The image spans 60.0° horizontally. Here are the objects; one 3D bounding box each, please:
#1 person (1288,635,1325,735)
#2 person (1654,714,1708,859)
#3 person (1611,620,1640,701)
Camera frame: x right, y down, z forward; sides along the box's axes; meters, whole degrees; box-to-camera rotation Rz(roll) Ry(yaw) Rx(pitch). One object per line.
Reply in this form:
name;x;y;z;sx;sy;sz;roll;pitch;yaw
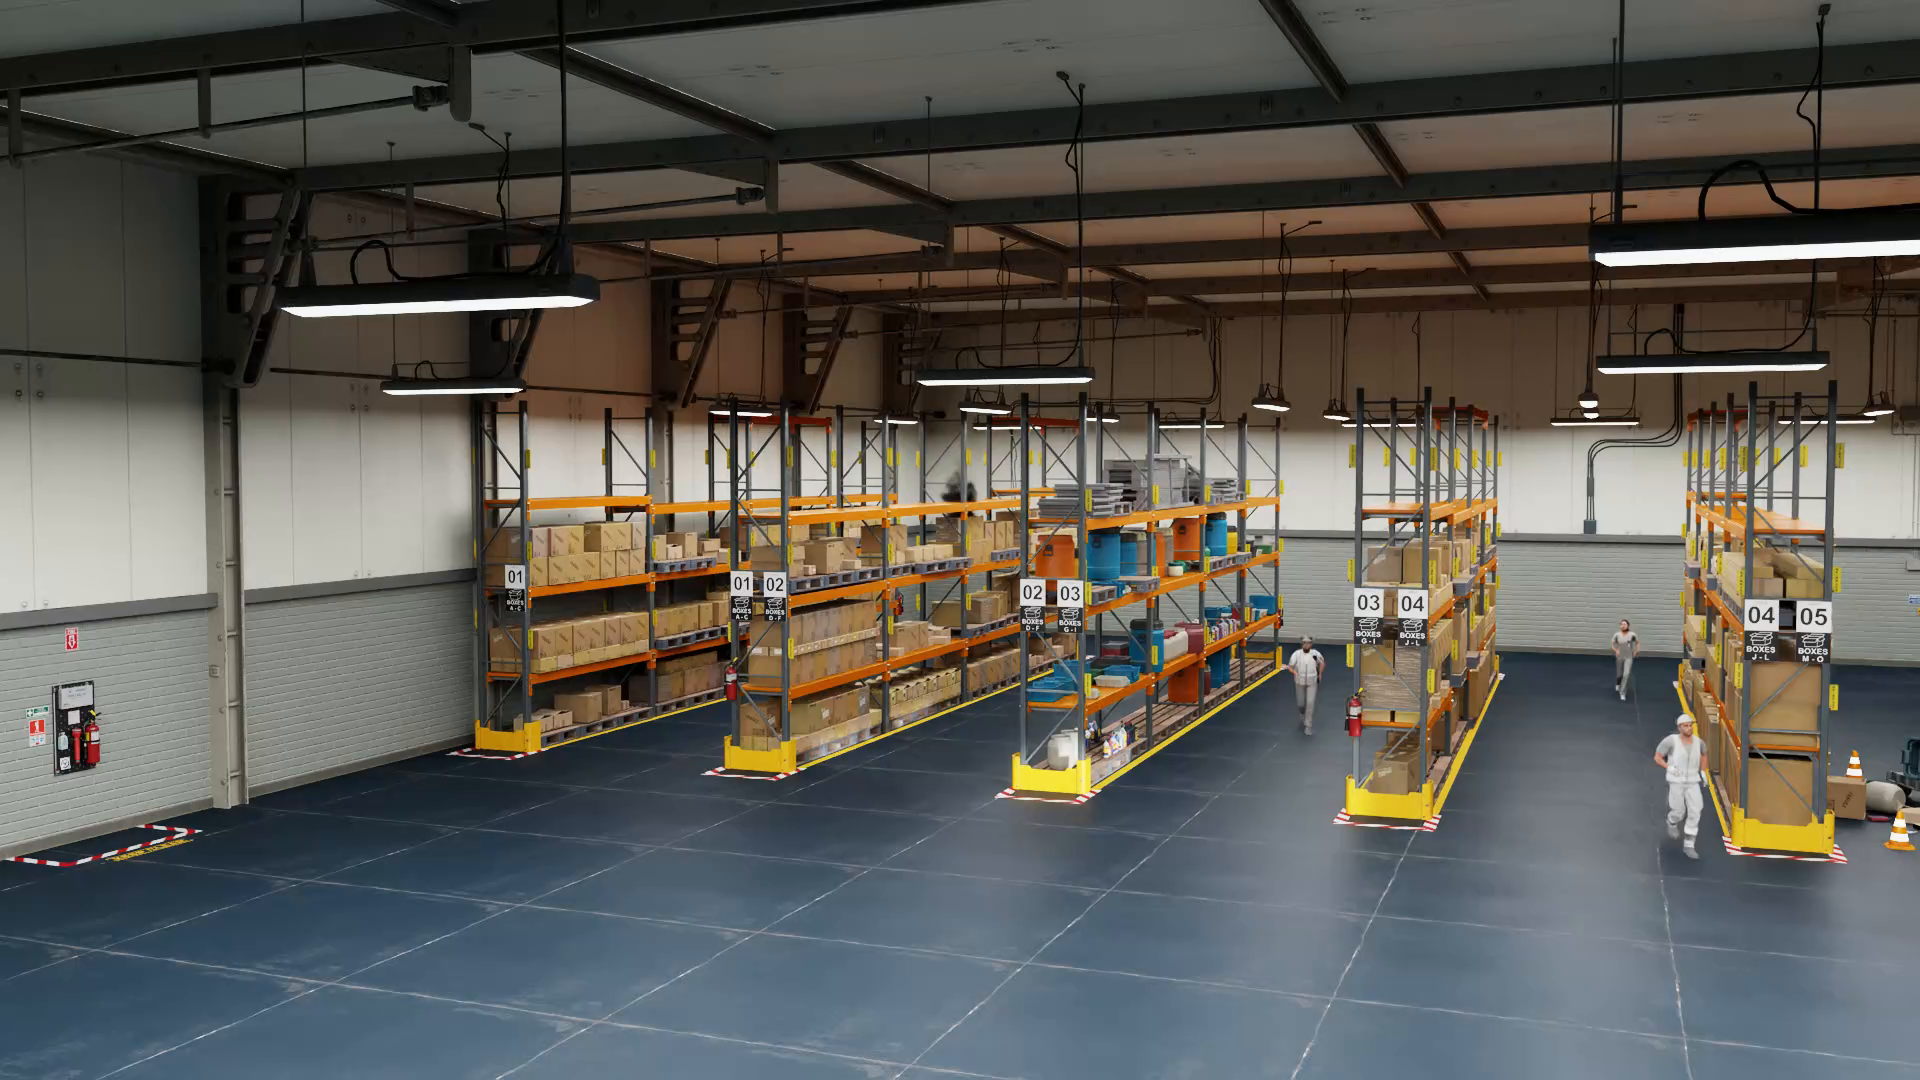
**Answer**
person;6.372;2.635;30.596;0.664;1.790;0.944;1;3;13
person;9.203;3.096;21.178;0.696;1.778;0.837;0;3;5
person;13.939;2.493;34.846;0.577;1.663;0.838;1;3;24
